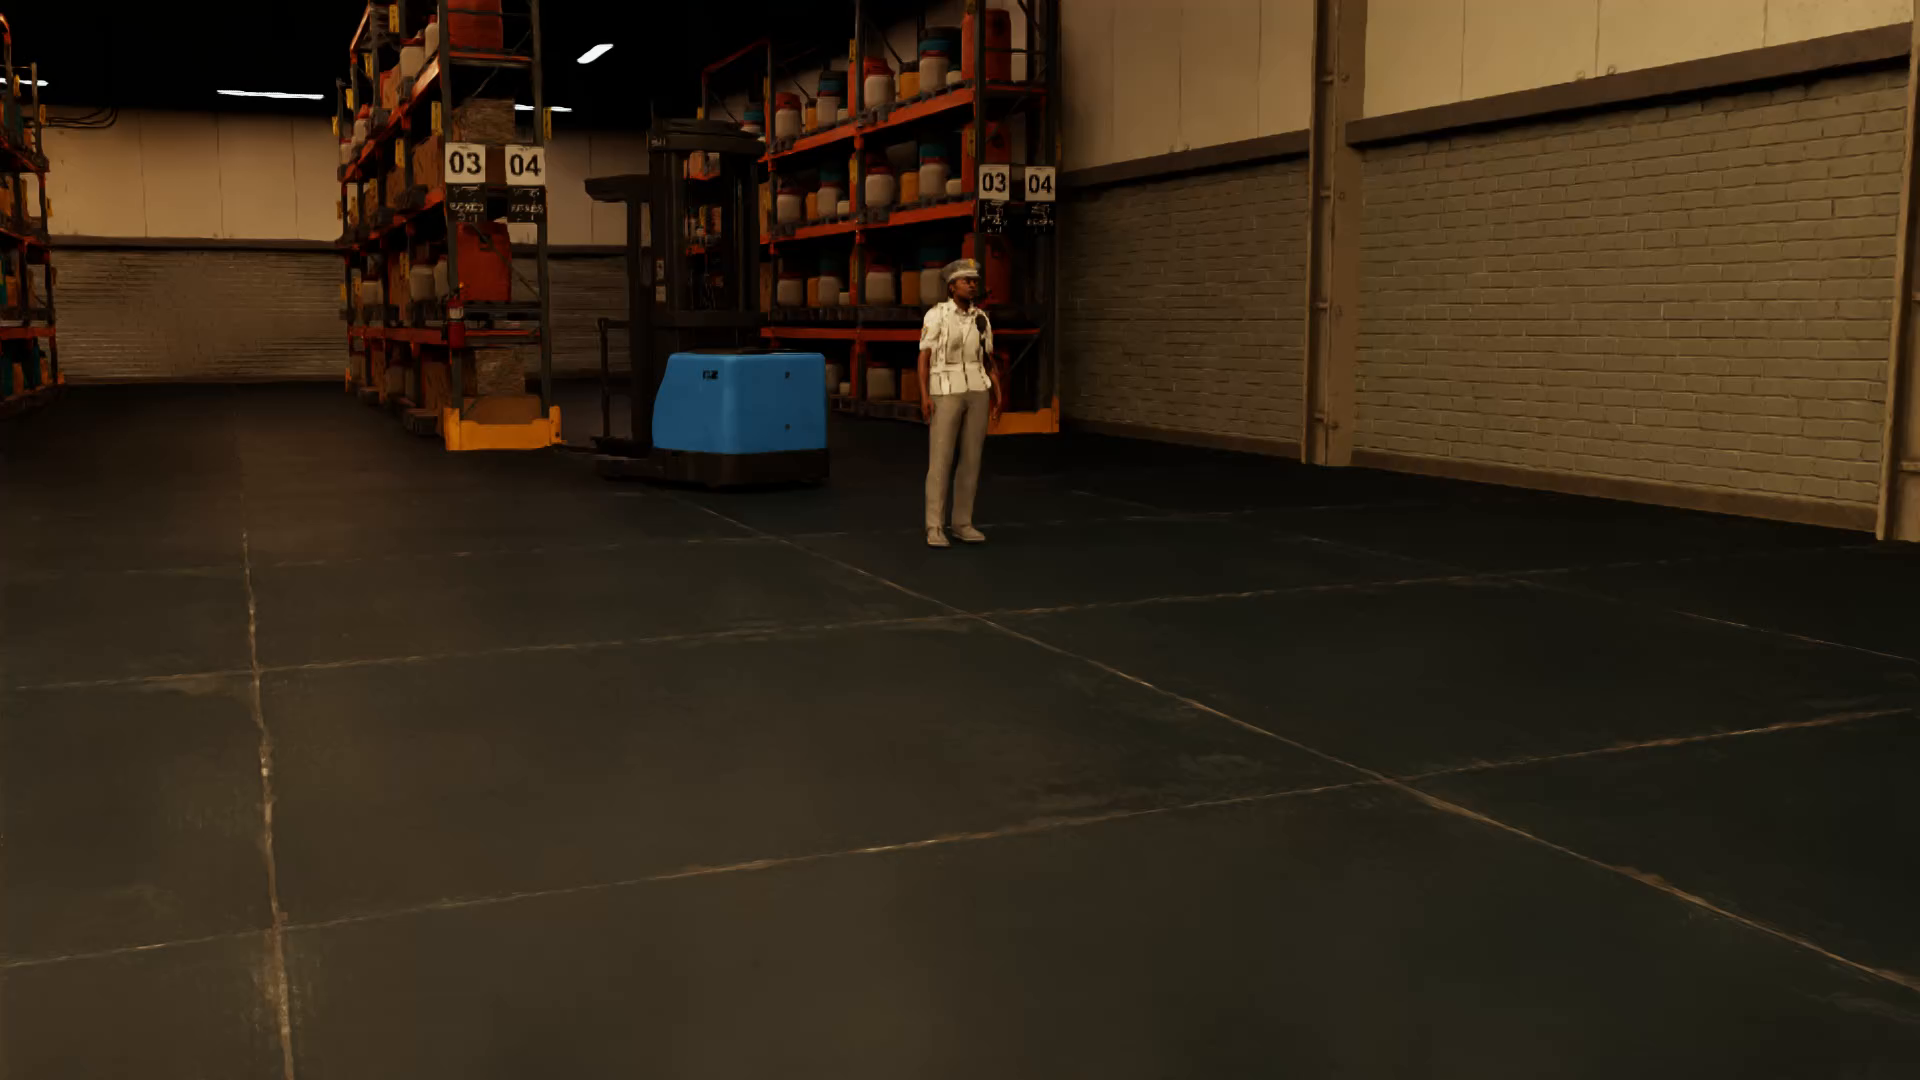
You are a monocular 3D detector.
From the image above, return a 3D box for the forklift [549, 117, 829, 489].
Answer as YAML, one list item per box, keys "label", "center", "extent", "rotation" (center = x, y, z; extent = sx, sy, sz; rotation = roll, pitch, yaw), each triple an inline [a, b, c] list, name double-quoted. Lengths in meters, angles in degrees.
- label: "forklift"
  center: [-2.440, -1.990, 14.038]
  extent: [1.130, 2.935, 3.031]
  rotation: [-7, 10, -43]

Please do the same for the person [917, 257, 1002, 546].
- label: "person"
  center: [0.012, -0.836, 9.966]
  extent: [0.570, 1.691, 0.529]
  rotation: [-3, 8, -23]
